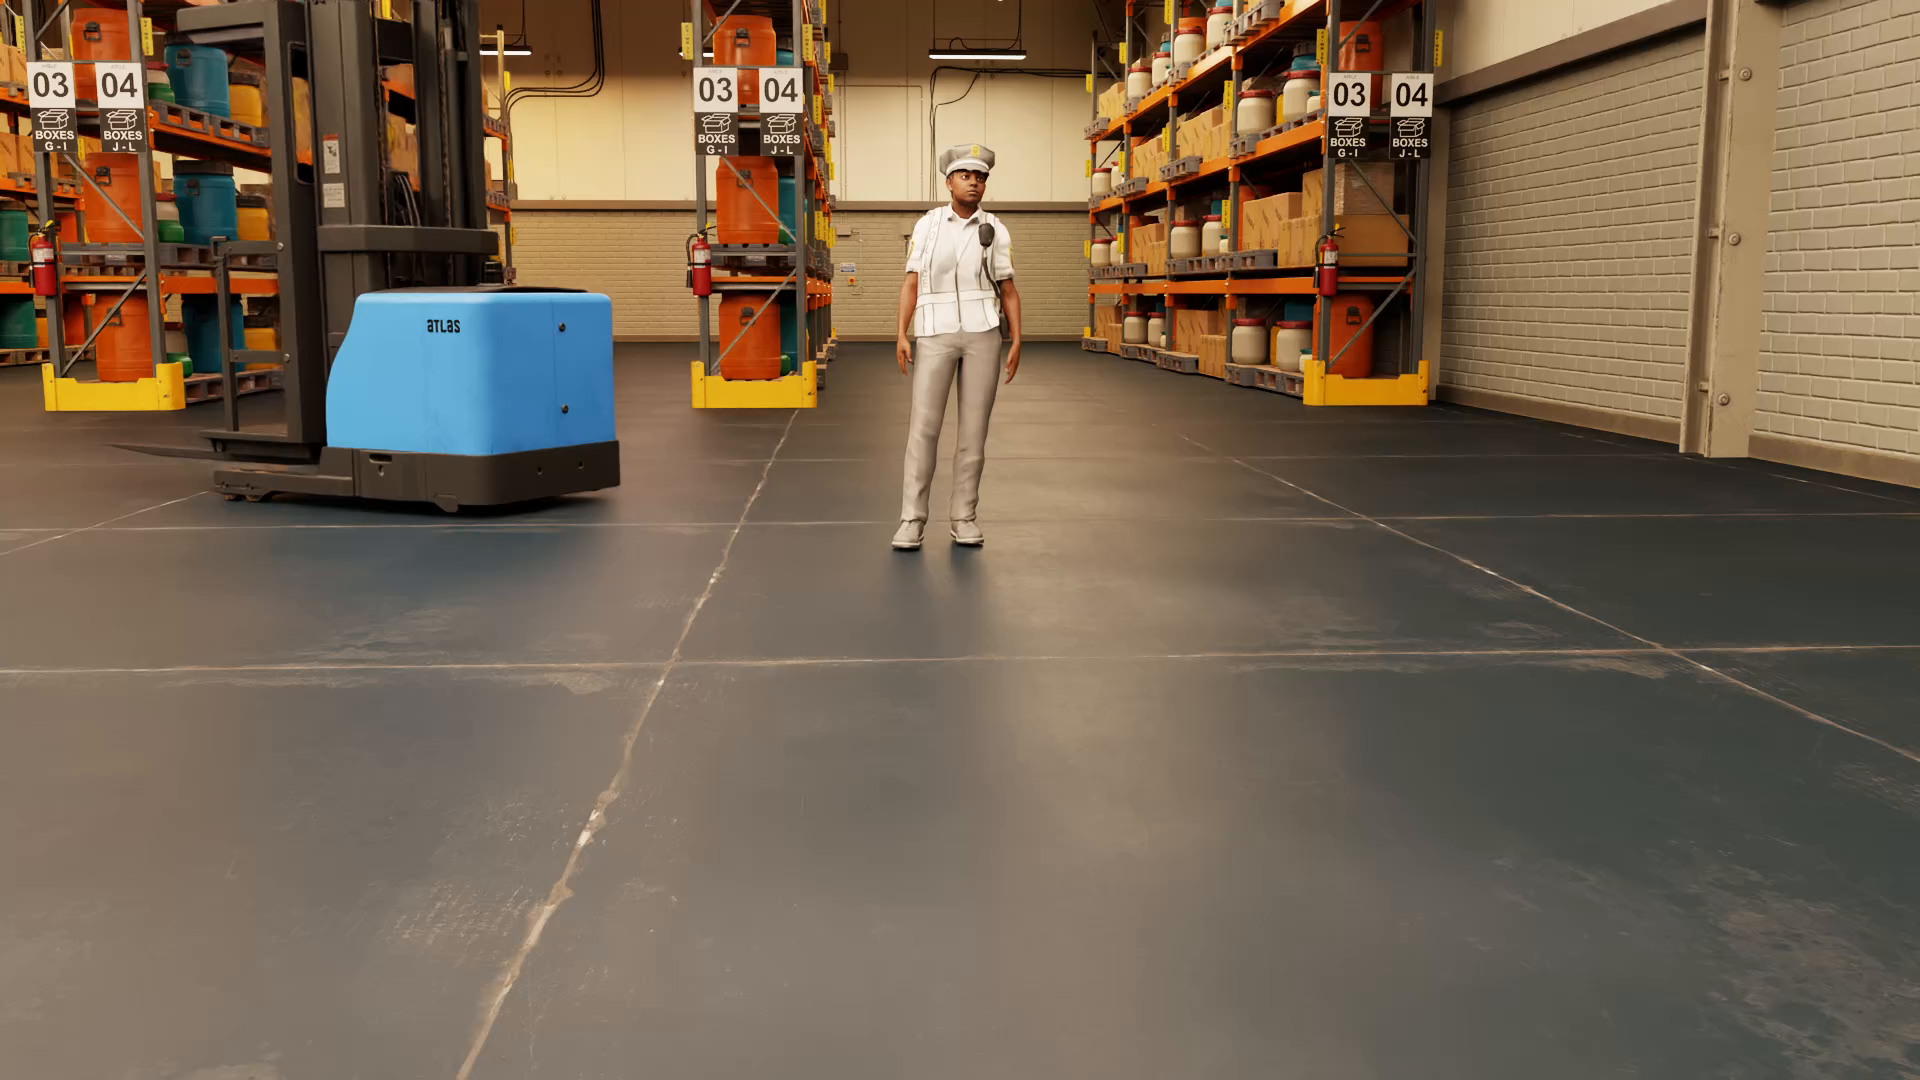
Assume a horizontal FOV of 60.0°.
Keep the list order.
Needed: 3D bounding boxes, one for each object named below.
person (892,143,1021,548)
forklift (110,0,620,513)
[{"bbox_3d":[-0.015,-0.834,7.109,0.569,1.695,0.528,-1,8,-4],"label":"person"},{"bbox_3d":[-3.335,-1.709,8.837,3.031,2.935,1.130,4,10,28],"label":"forklift"}]
